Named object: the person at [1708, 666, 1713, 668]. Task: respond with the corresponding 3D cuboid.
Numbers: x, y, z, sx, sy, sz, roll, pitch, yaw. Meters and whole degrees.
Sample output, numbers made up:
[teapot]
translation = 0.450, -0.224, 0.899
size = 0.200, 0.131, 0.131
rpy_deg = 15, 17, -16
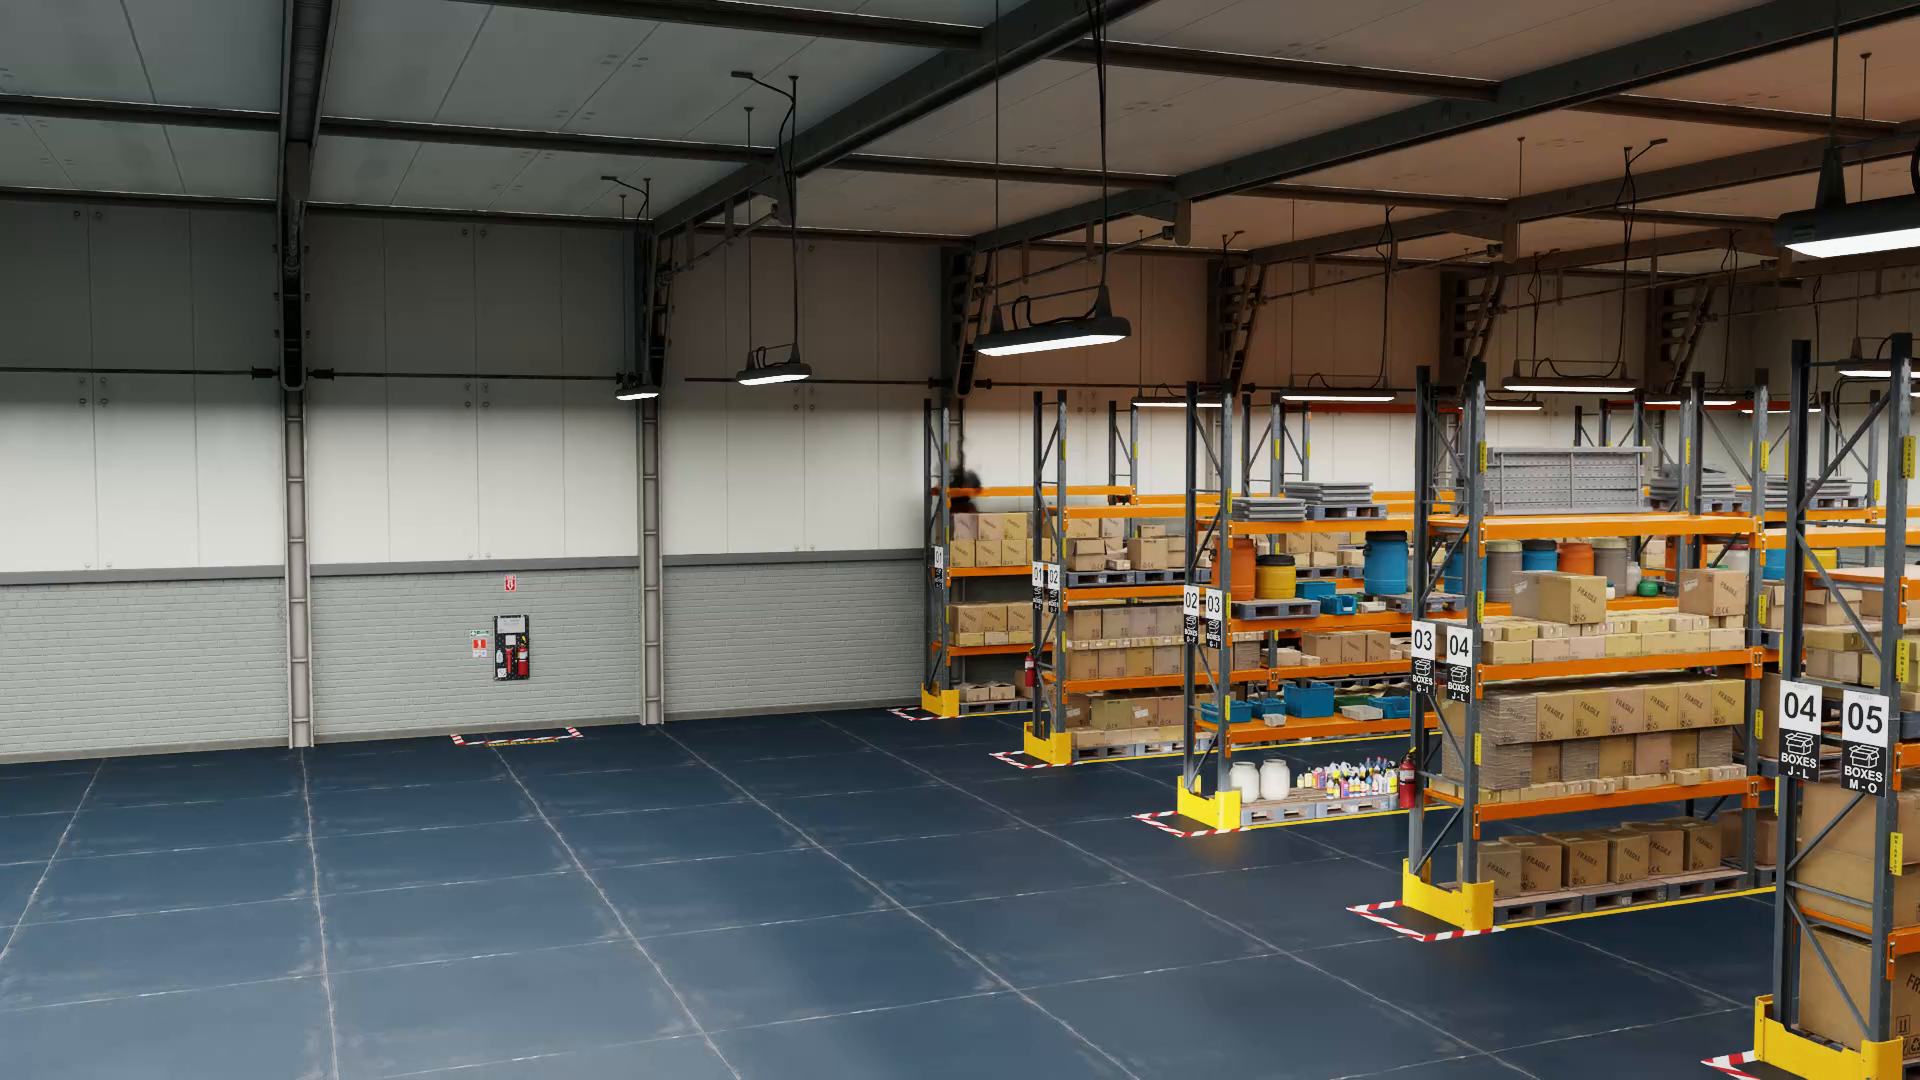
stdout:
[person]
translation = 13.688, 2.537, 30.010
size = 0.966, 1.659, 0.572
rpy_deg = -2, 4, -31
